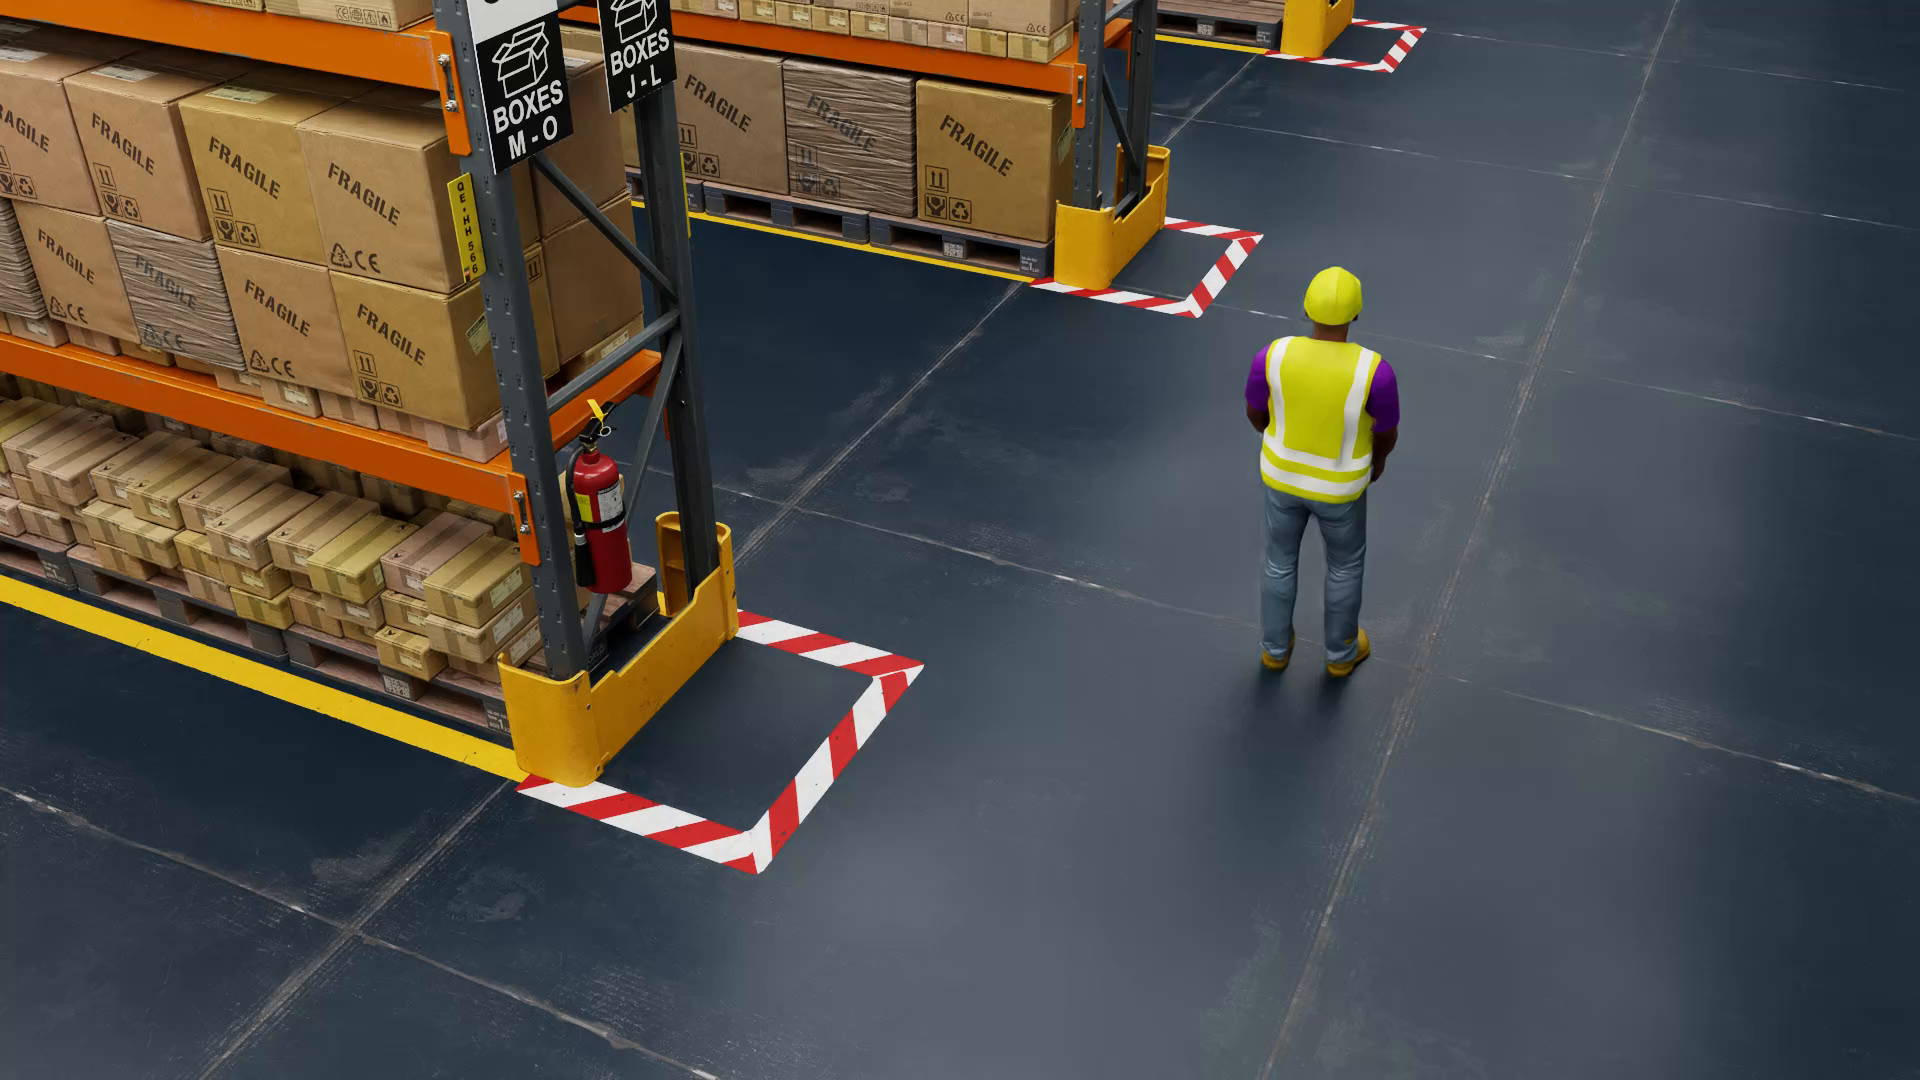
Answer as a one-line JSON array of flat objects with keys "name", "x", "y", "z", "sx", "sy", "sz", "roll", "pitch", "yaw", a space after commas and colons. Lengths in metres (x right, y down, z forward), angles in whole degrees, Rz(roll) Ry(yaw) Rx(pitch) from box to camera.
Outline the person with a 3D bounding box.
[{"name": "person", "x": 1.407, "y": -0.274, "z": 6.538, "sx": 0.607, "sy": 1.762, "sz": 0.466, "roll": 14, "pitch": 36, "yaw": 20}]
